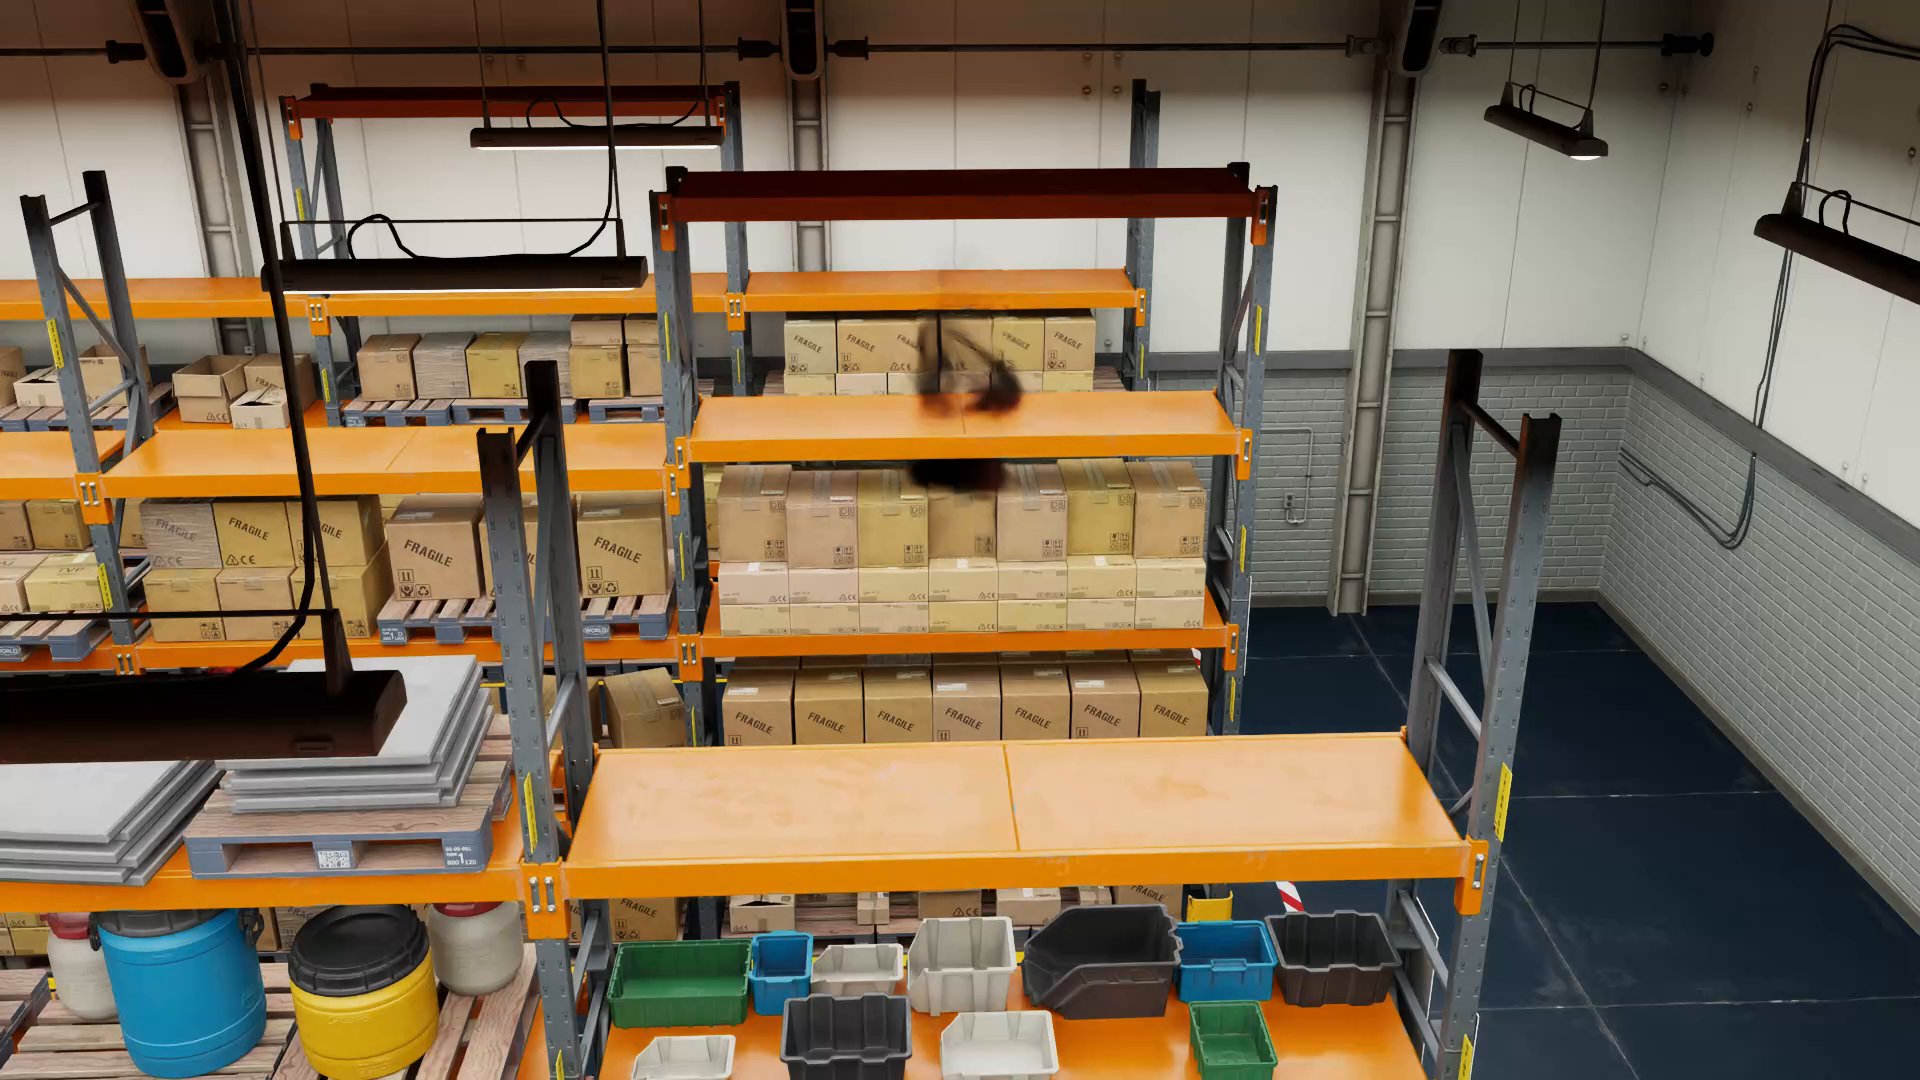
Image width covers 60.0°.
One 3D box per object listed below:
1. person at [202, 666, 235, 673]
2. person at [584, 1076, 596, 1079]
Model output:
[{"bbox_3d":[-6.402,1.698,14.718,0.830,1.790,0.631,-5,23,-11],"label":"person"},{"bbox_3d":[-2.018,3.572,10.234,0.667,1.604,0.509,1,22,2],"label":"person"}]
